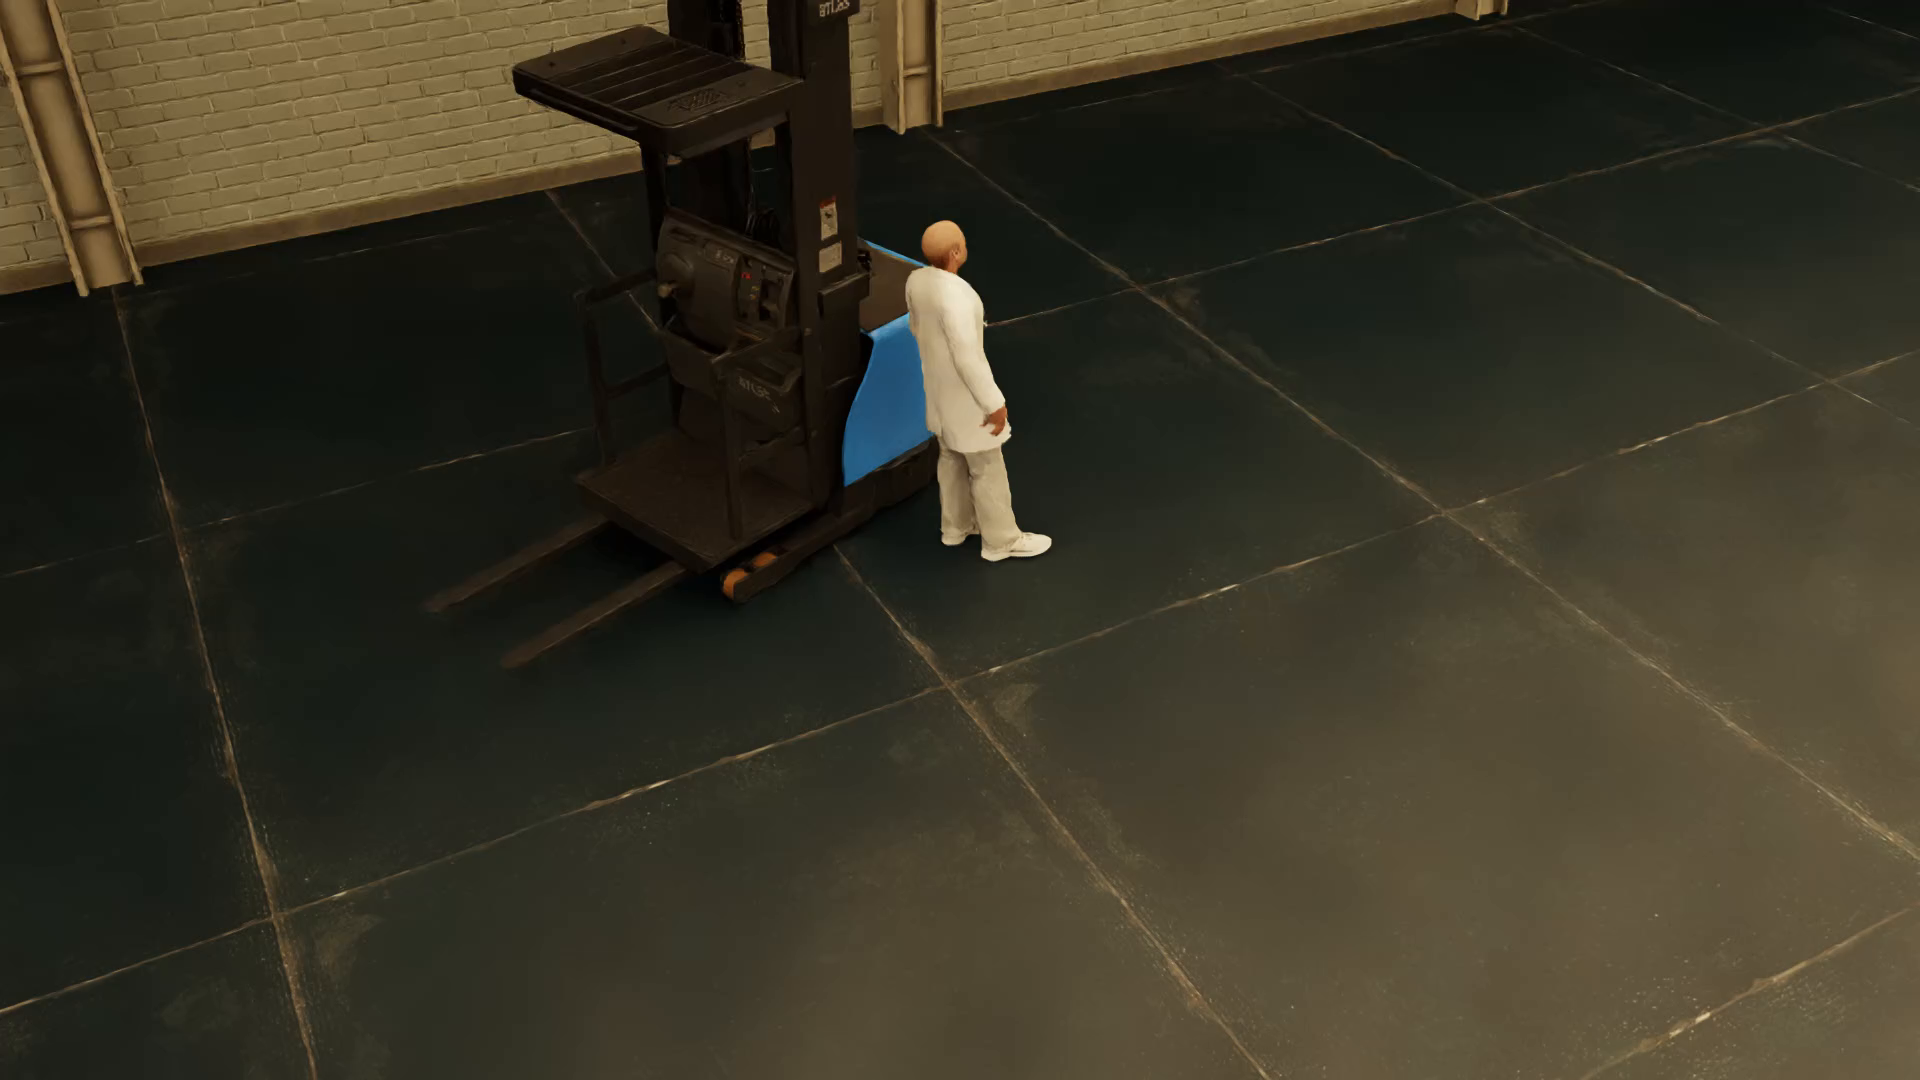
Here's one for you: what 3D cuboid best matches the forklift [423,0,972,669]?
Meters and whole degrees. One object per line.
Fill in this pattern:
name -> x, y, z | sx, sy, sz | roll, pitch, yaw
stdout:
forklift -> -1.270, -1.218, 7.846 | 1.130, 2.935, 3.031 | 27, 44, 33

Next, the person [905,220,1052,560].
person -> 0.082, -0.754, 8.176 | 0.580, 1.776, 0.694 | -17, 39, -23
